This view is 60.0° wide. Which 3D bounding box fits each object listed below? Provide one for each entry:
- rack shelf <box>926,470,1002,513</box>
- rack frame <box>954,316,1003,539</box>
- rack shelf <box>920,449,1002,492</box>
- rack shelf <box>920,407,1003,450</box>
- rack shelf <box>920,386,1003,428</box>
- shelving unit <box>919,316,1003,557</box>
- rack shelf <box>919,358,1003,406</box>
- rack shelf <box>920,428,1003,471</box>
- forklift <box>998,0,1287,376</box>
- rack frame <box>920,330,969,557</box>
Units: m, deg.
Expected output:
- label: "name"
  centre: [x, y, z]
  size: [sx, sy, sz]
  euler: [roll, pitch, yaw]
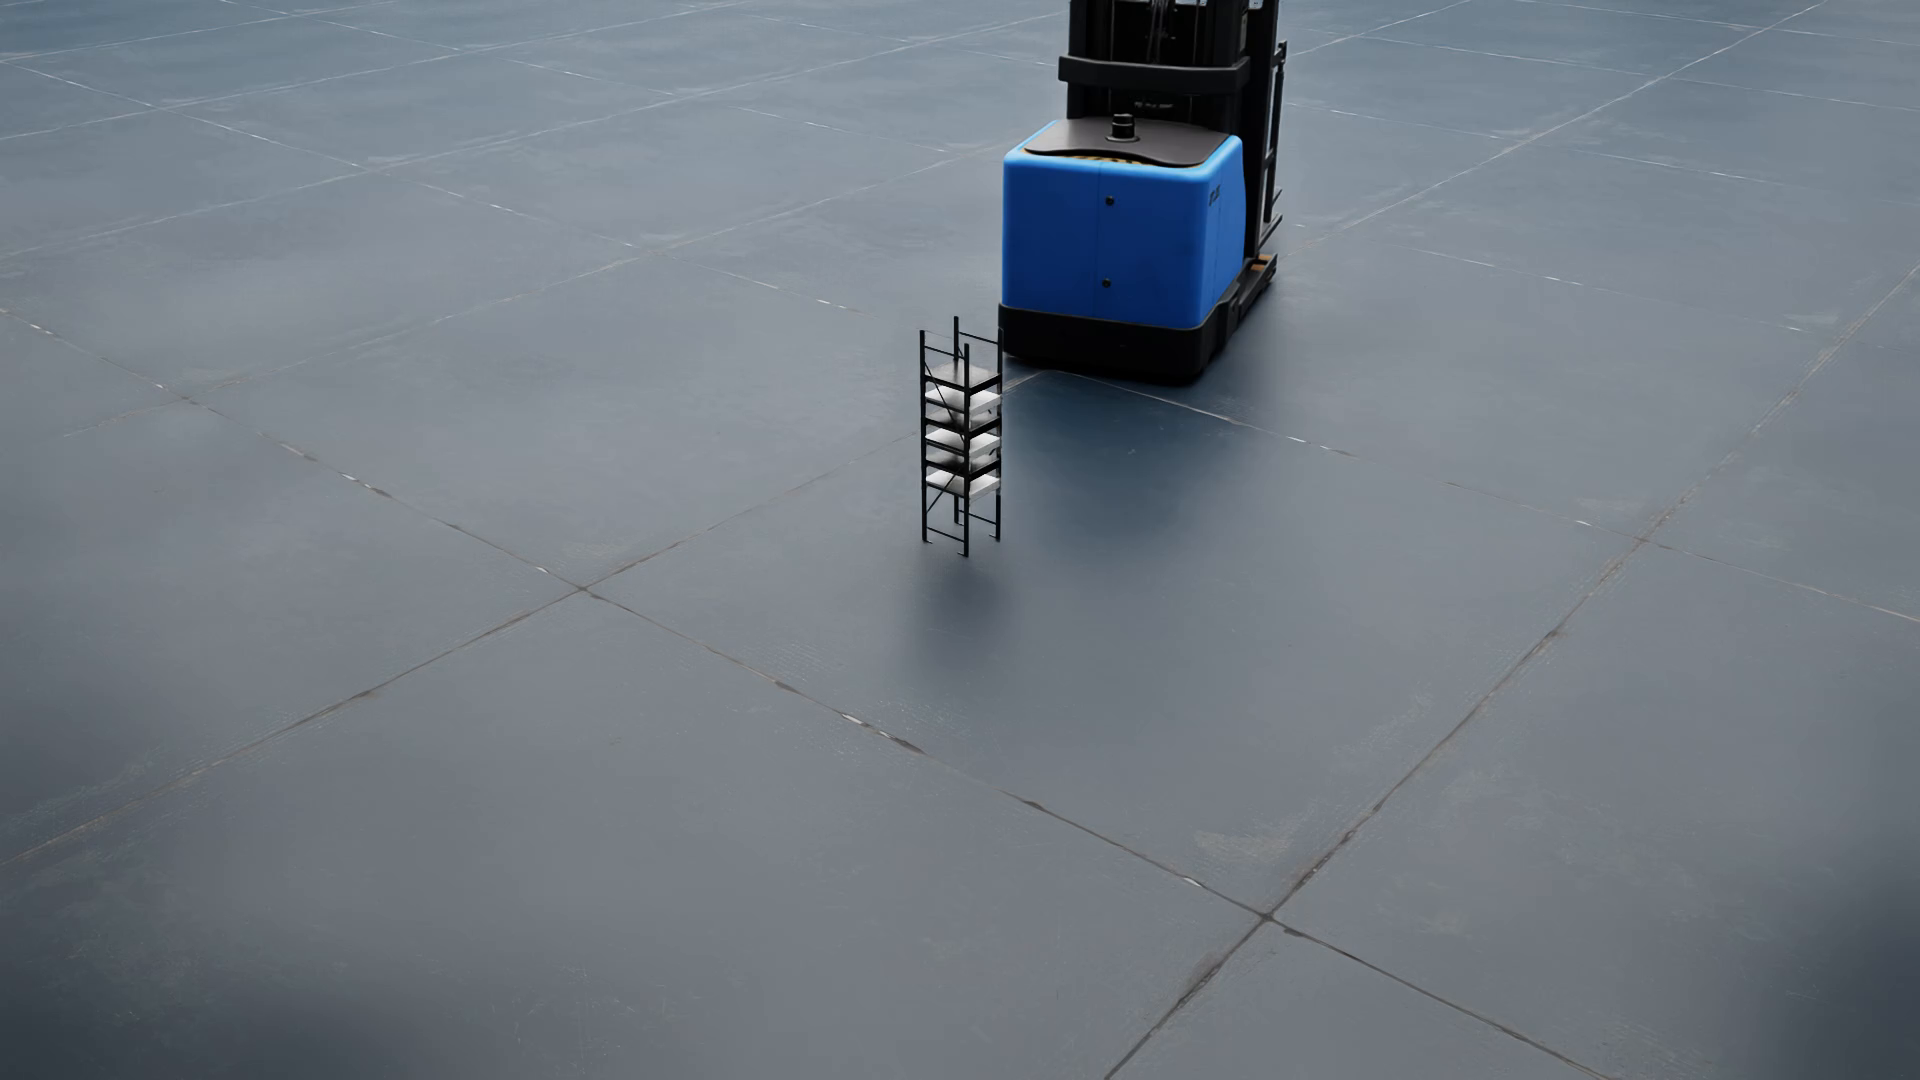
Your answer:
- label: "rack shelf"
  centre: [0.005, -0.213, 6.647]
  size: [0.258, 0.077, 0.200]
  euler: [21, 34, 34]
- label: "rack frame"
  centre: [0.070, -0.439, 6.618]
  size: [0.240, 0.900, 0.006]
  euler: [21, 34, 34]
- label: "rack shelf"
  centre: [0.005, -0.293, 6.605]
  size: [0.258, 0.077, 0.200]
  euler: [21, 34, 34]
- label: "rack shelf"
  centre: [0.005, -0.453, 6.523]
  size: [0.258, 0.077, 0.200]
  euler: [21, 34, 34]
- label: "rack shelf"
  centre: [0.005, -0.533, 6.481]
  size: [0.258, 0.077, 0.200]
  euler: [21, 34, 34]
- label: "shelving unit"
  centre: [0.005, -0.403, 6.549]
  size: [0.258, 0.900, 0.210]
  euler: [21, 34, 34]
- label: "rack shelf"
  centre: [0.005, -0.613, 6.440]
  size: [0.258, 0.077, 0.200]
  euler: [21, 34, 34]
- label: "rack shelf"
  centre: [0.005, -0.373, 6.564]
  size: [0.258, 0.077, 0.200]
  euler: [21, 34, 34]
- label: "forklift"
  centre: [1.194, -2.763, 8.901]
  size: [1.130, 2.935, 3.031]
  euler: [10, 29, 18]
- label: "rack frame"
  centre: [-0.059, -0.367, 6.479]
  size: [0.240, 0.900, 0.006]
  euler: [21, 34, 34]
